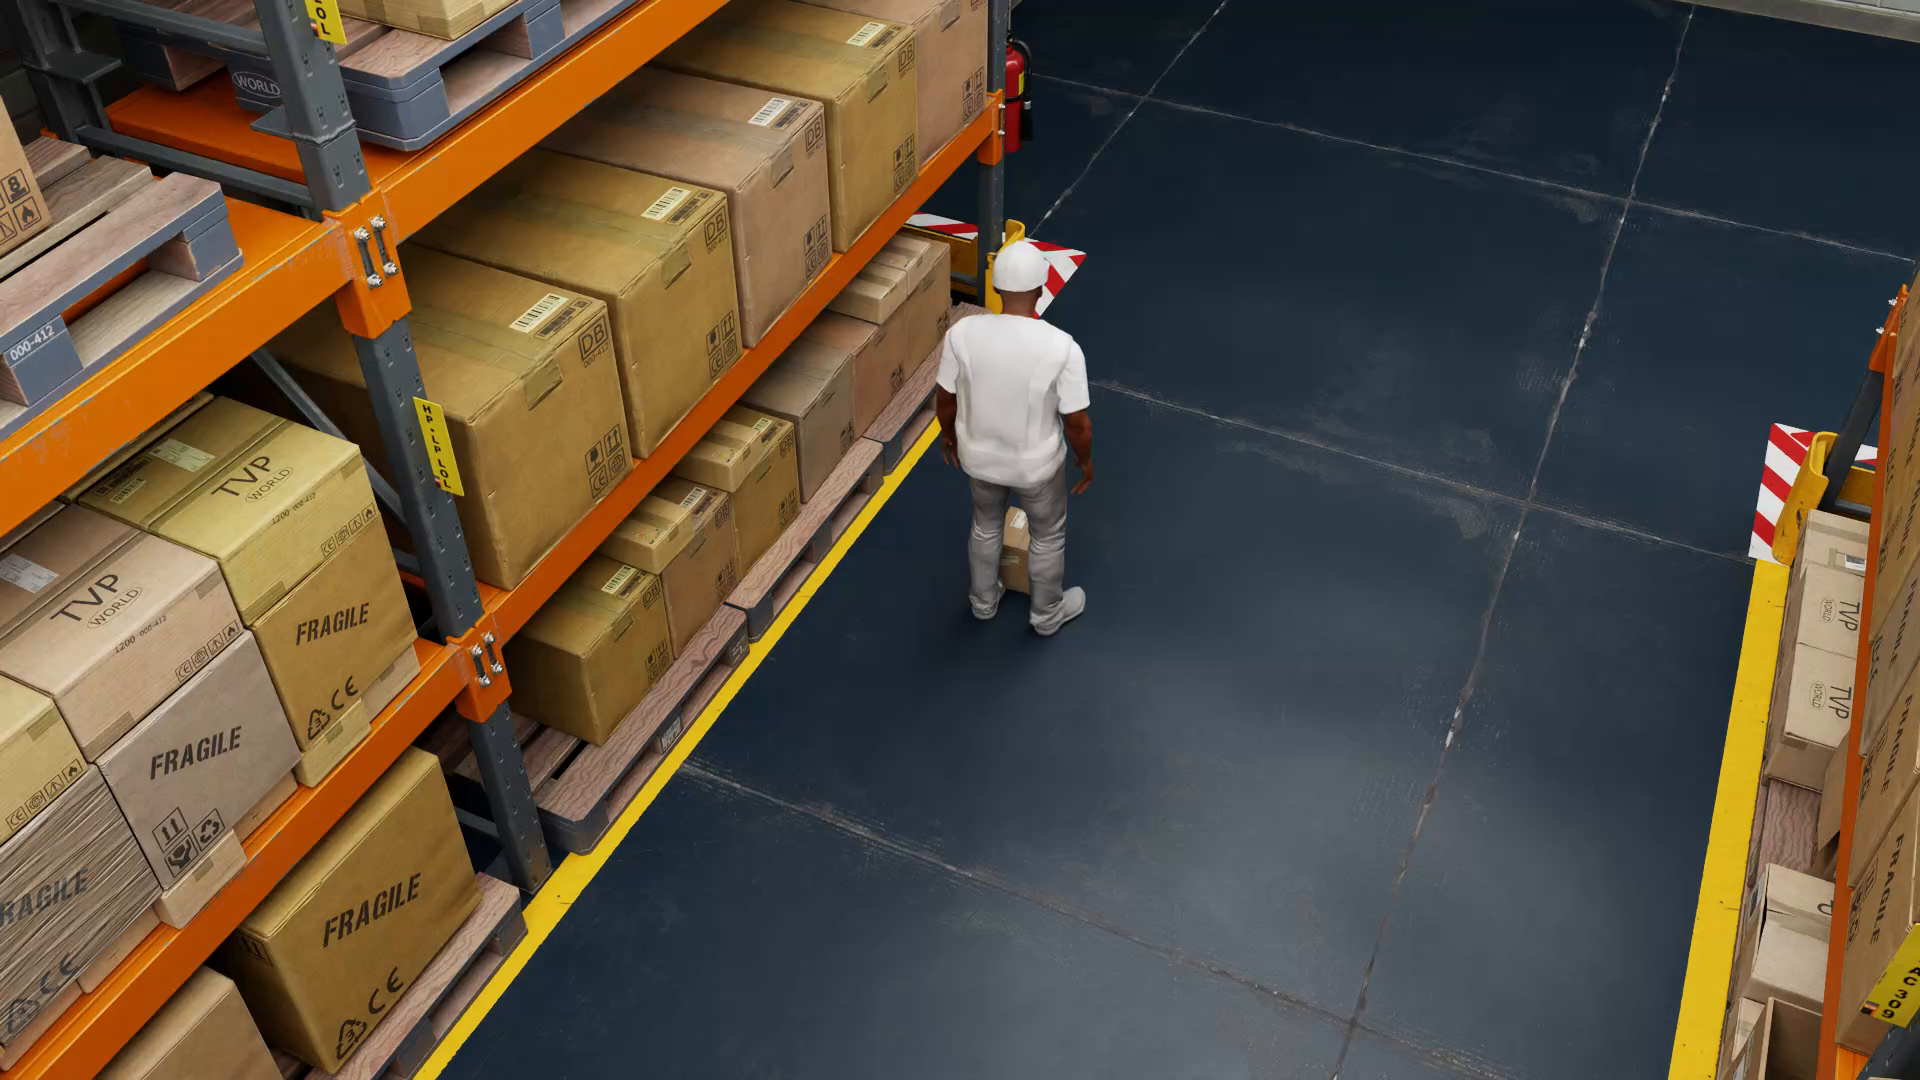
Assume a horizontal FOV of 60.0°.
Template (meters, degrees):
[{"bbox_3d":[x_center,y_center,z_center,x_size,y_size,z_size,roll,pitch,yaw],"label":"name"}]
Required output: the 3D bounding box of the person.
[{"bbox_3d":[0.221,-0.365,6.556,0.632,1.759,0.462,14,44,15],"label":"person"}]
